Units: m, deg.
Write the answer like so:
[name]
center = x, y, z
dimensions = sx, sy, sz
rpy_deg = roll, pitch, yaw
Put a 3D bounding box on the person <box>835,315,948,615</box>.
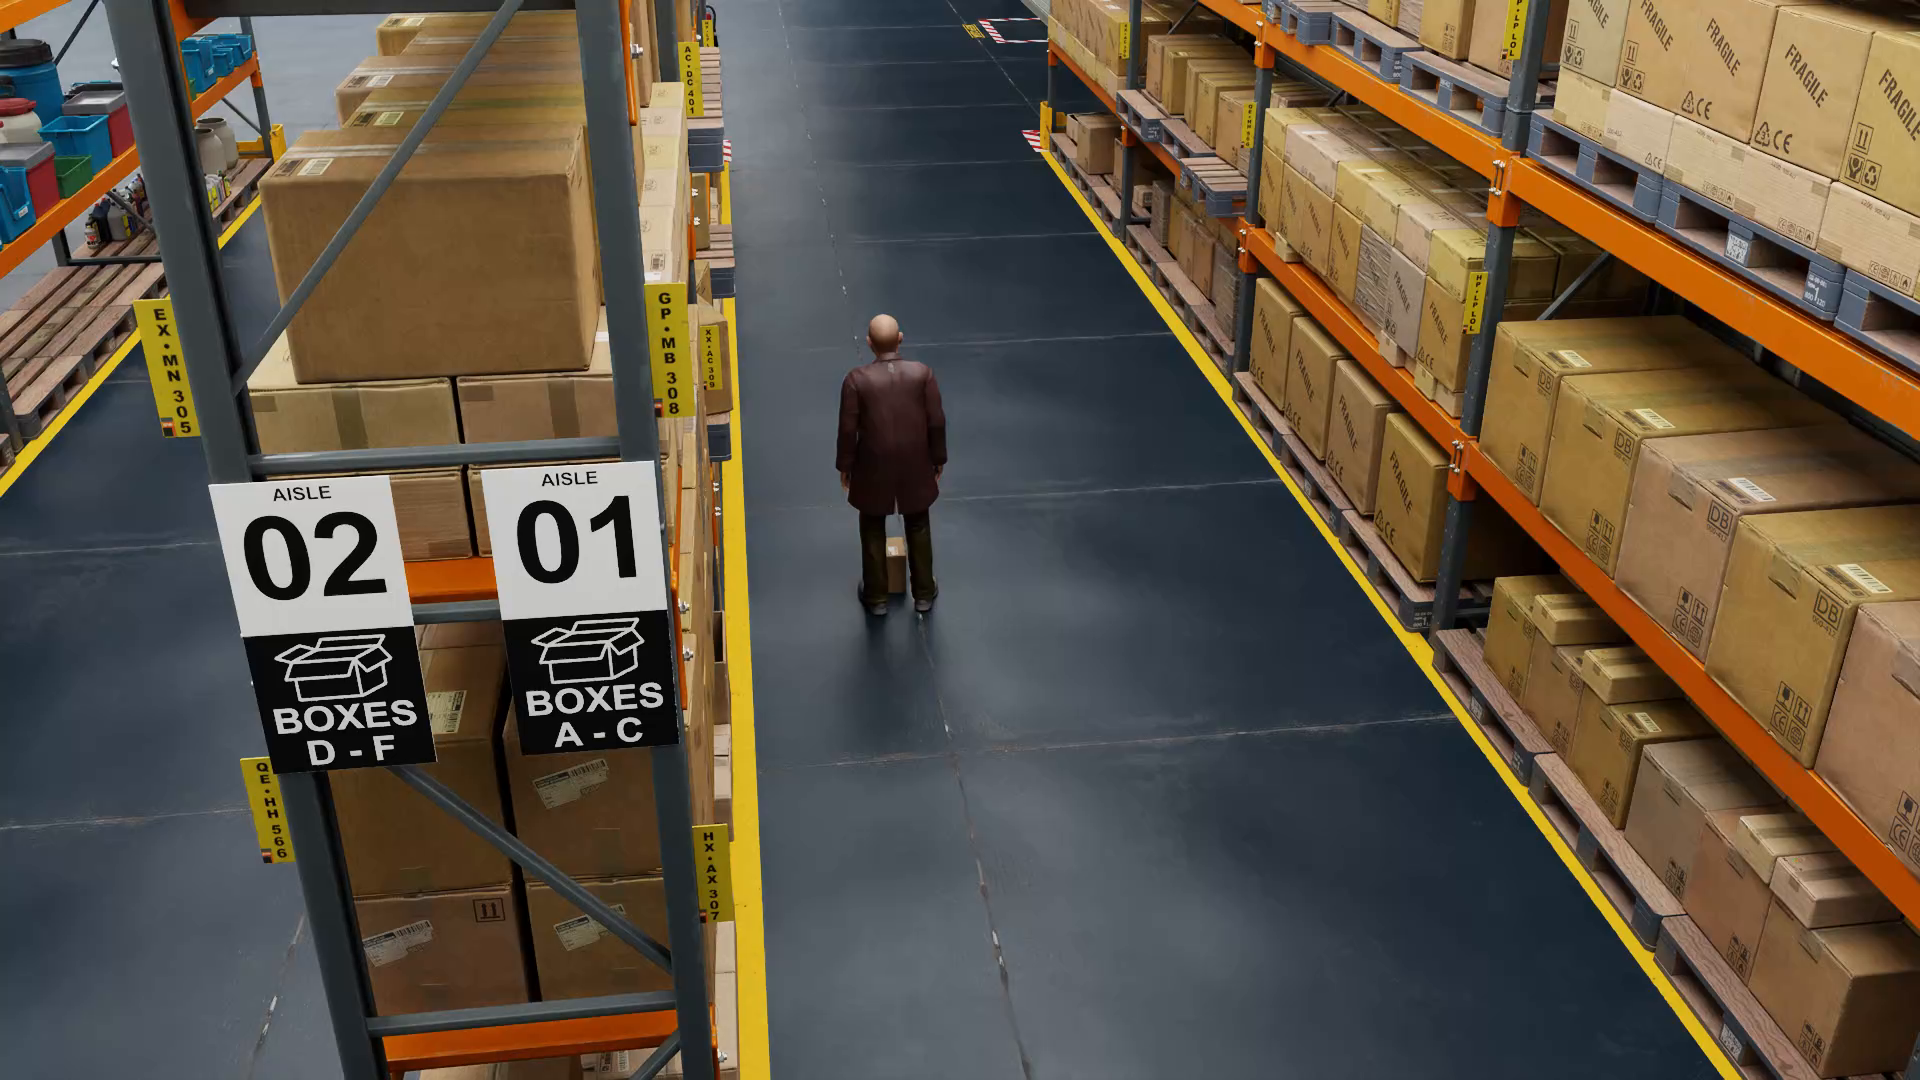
[person]
center = -0.389, -0.422, 9.469
dimensions = 0.642, 1.773, 0.416
rpy_deg = -5, 27, -9
